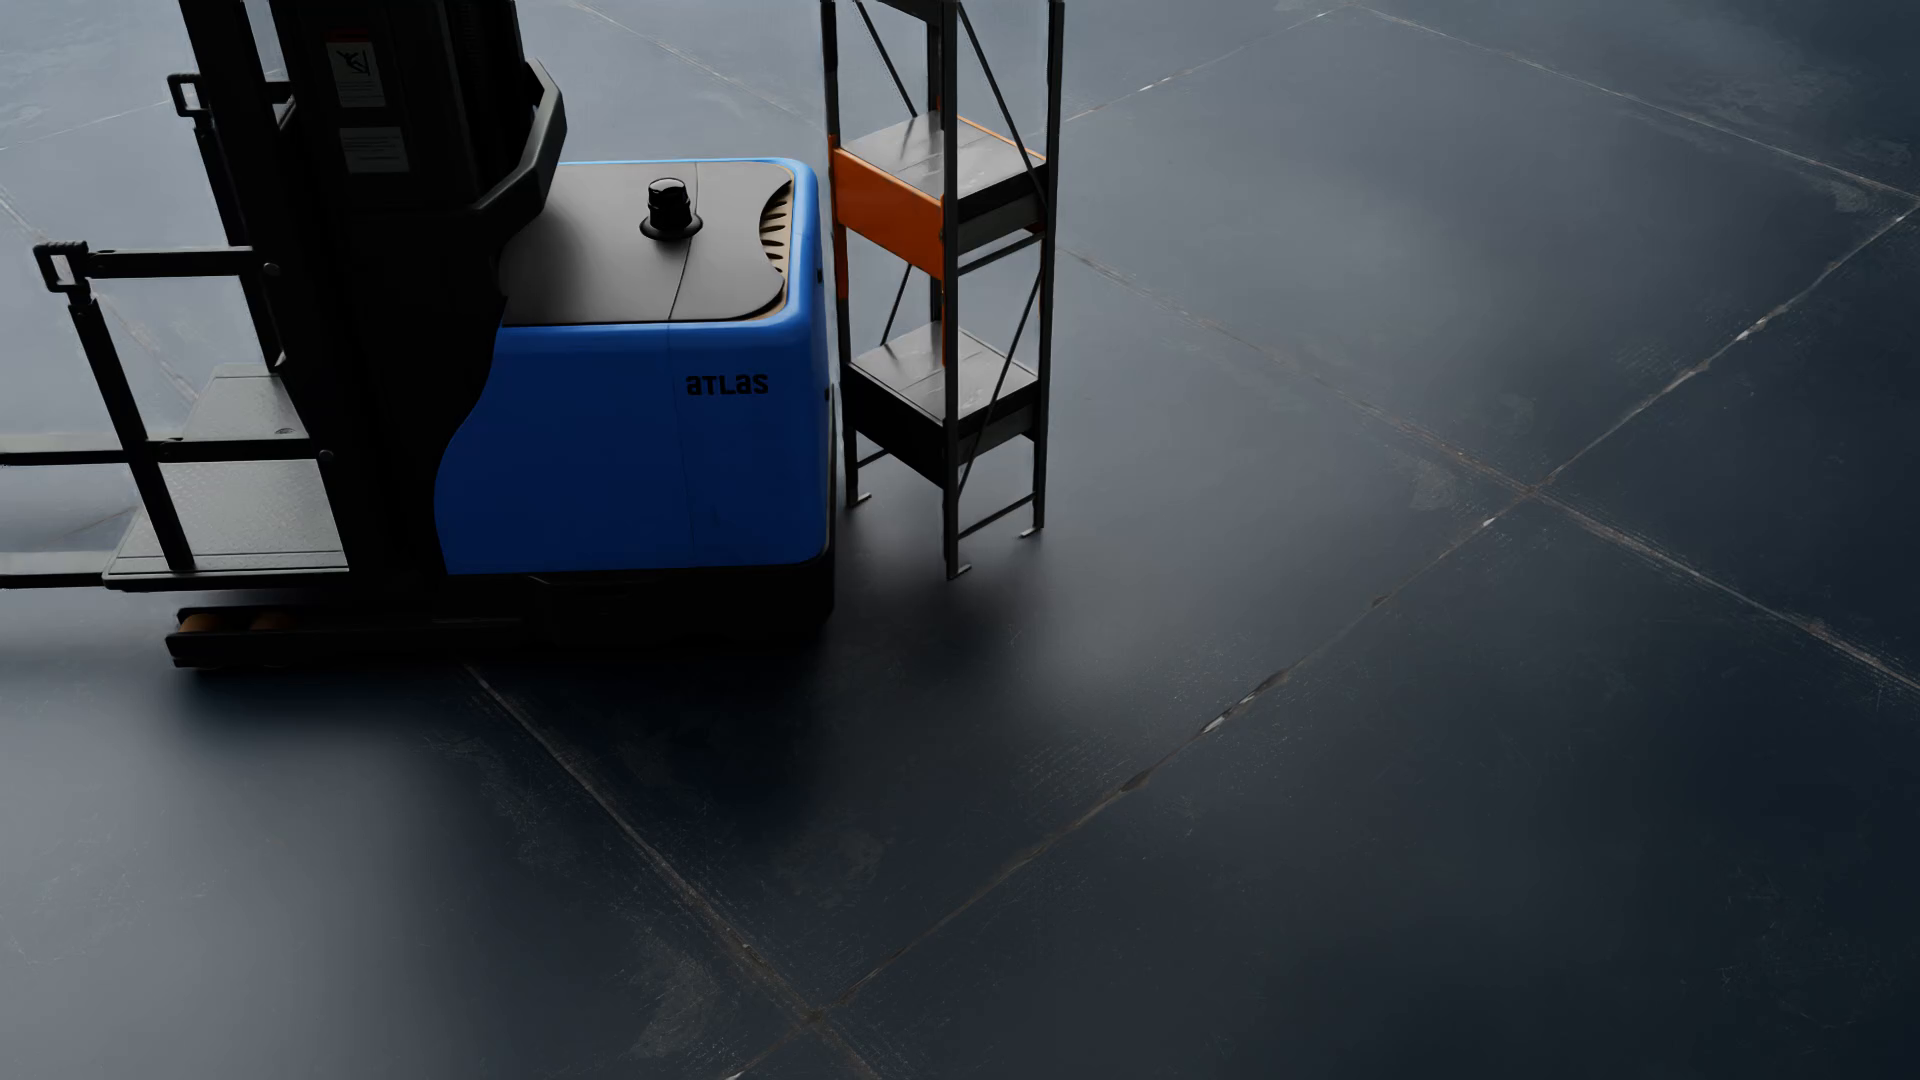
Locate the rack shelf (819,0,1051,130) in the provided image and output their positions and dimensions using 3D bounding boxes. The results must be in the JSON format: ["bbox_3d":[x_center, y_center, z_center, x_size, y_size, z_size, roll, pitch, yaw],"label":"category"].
[{"bbox_3d":[-0.049,-1.426,4.253,0.431,0.518,0.480,-29,47,-31],"label":"rack shelf"}]

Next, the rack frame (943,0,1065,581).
[{"bbox_3d":[0.113,-0.778,4.542,0.400,2.100,0.015,-29,47,-31],"label":"rack frame"}]

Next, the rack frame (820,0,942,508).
[{"bbox_3d":[-0.211,-1.007,4.826,0.400,2.100,0.015,-29,47,-31],"label":"rack frame"}]

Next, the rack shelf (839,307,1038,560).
[{"bbox_3d":[-0.049,-0.337,5.132,0.431,0.518,0.480,-29,47,-31],"label":"rack shelf"}]

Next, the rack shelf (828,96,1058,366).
[{"bbox_3d":[-0.049,-0.882,4.692,0.431,0.518,0.480,-29,47,-31],"label":"rack shelf"}]

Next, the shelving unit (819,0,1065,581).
[{"bbox_3d":[-0.049,-0.892,4.684,0.431,2.100,0.503,-29,47,-31],"label":"shelving unit"}]

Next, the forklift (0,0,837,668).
[{"bbox_3d":[-1.905,-1.107,4.288,3.031,2.935,1.130,-2,39,-2],"label":"forklift"}]
